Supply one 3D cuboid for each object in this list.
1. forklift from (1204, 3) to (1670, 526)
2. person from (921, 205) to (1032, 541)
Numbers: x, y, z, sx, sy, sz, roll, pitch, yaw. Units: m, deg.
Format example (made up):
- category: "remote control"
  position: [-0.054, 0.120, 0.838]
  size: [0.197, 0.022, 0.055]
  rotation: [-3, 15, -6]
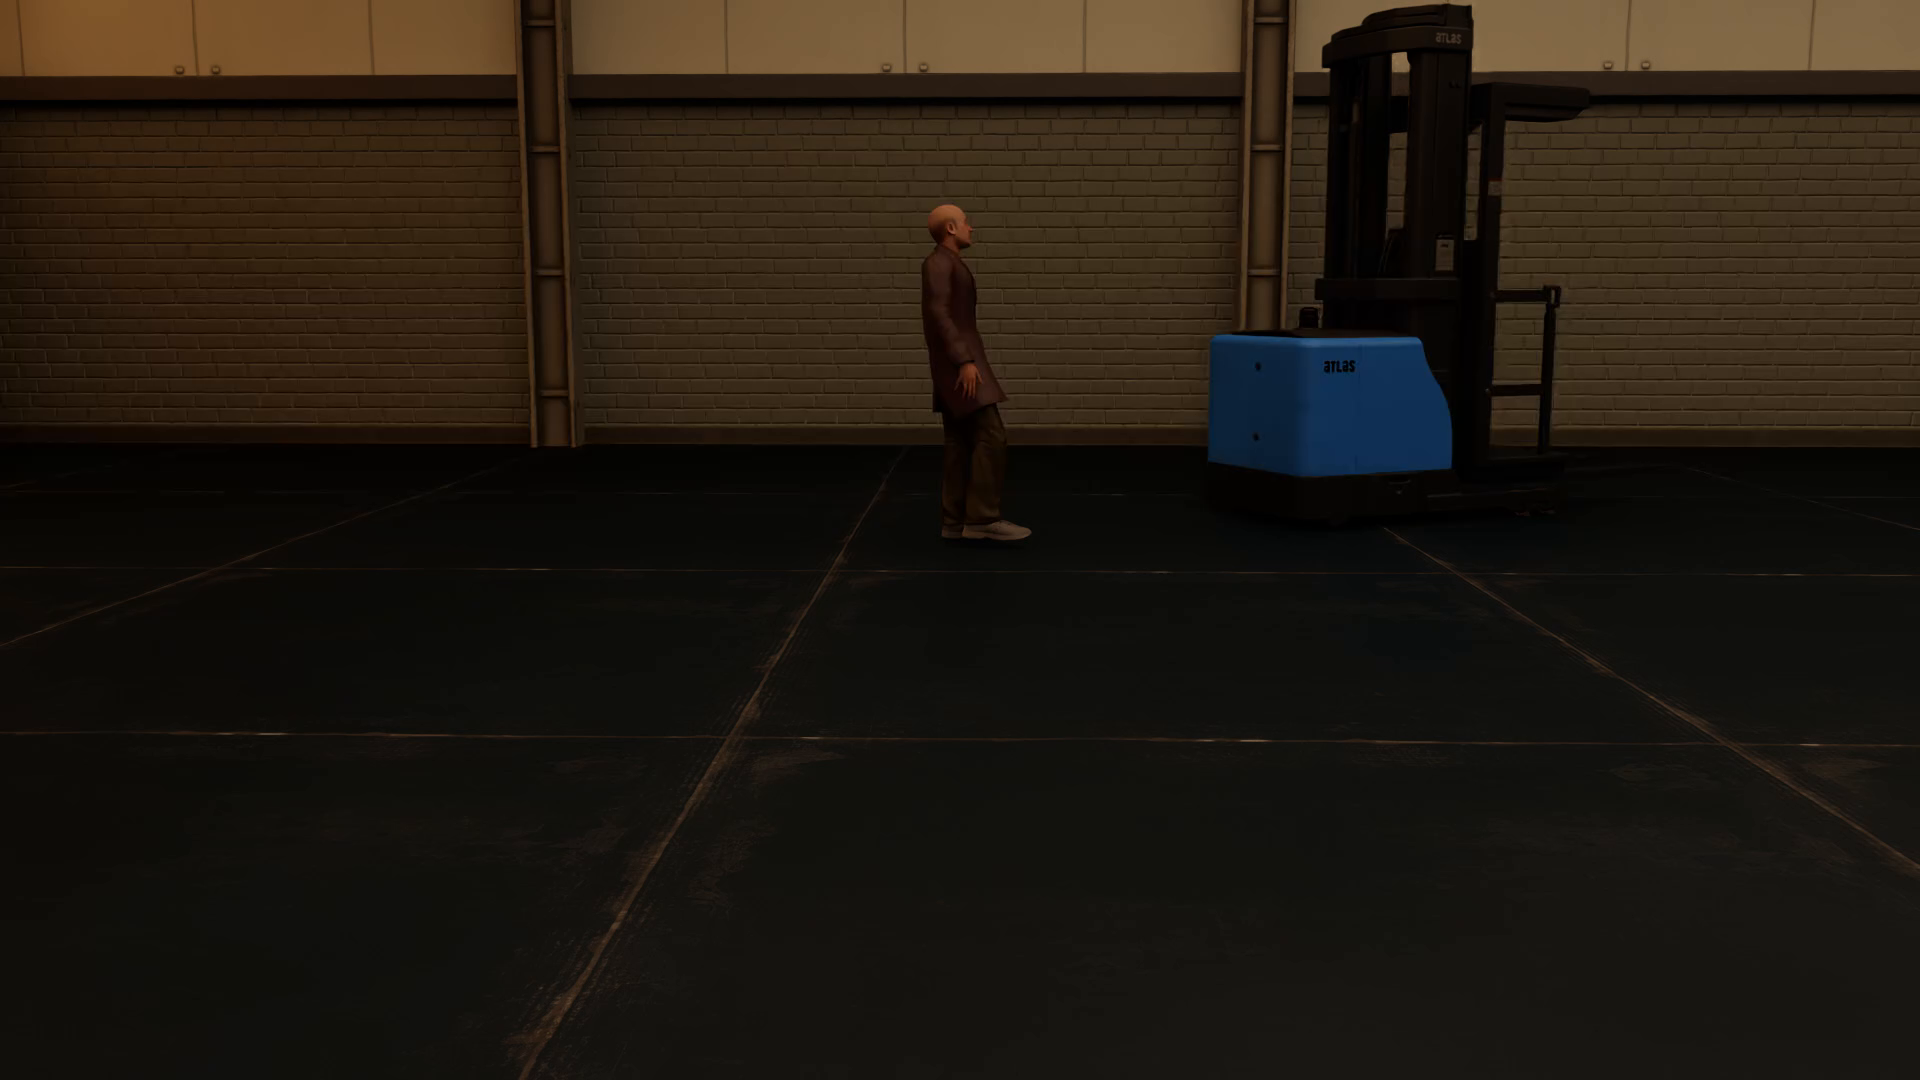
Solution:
- category: "forklift"
  position: [3.042, -1.654, 10.126]
  size: [3.031, 2.935, 1.130]
  rotation: [-4, 10, -25]
- category: "person"
  position: [0.091, -0.885, 8.860]
  size: [0.583, 1.774, 0.694]
  rotation: [0, 9, 1]
